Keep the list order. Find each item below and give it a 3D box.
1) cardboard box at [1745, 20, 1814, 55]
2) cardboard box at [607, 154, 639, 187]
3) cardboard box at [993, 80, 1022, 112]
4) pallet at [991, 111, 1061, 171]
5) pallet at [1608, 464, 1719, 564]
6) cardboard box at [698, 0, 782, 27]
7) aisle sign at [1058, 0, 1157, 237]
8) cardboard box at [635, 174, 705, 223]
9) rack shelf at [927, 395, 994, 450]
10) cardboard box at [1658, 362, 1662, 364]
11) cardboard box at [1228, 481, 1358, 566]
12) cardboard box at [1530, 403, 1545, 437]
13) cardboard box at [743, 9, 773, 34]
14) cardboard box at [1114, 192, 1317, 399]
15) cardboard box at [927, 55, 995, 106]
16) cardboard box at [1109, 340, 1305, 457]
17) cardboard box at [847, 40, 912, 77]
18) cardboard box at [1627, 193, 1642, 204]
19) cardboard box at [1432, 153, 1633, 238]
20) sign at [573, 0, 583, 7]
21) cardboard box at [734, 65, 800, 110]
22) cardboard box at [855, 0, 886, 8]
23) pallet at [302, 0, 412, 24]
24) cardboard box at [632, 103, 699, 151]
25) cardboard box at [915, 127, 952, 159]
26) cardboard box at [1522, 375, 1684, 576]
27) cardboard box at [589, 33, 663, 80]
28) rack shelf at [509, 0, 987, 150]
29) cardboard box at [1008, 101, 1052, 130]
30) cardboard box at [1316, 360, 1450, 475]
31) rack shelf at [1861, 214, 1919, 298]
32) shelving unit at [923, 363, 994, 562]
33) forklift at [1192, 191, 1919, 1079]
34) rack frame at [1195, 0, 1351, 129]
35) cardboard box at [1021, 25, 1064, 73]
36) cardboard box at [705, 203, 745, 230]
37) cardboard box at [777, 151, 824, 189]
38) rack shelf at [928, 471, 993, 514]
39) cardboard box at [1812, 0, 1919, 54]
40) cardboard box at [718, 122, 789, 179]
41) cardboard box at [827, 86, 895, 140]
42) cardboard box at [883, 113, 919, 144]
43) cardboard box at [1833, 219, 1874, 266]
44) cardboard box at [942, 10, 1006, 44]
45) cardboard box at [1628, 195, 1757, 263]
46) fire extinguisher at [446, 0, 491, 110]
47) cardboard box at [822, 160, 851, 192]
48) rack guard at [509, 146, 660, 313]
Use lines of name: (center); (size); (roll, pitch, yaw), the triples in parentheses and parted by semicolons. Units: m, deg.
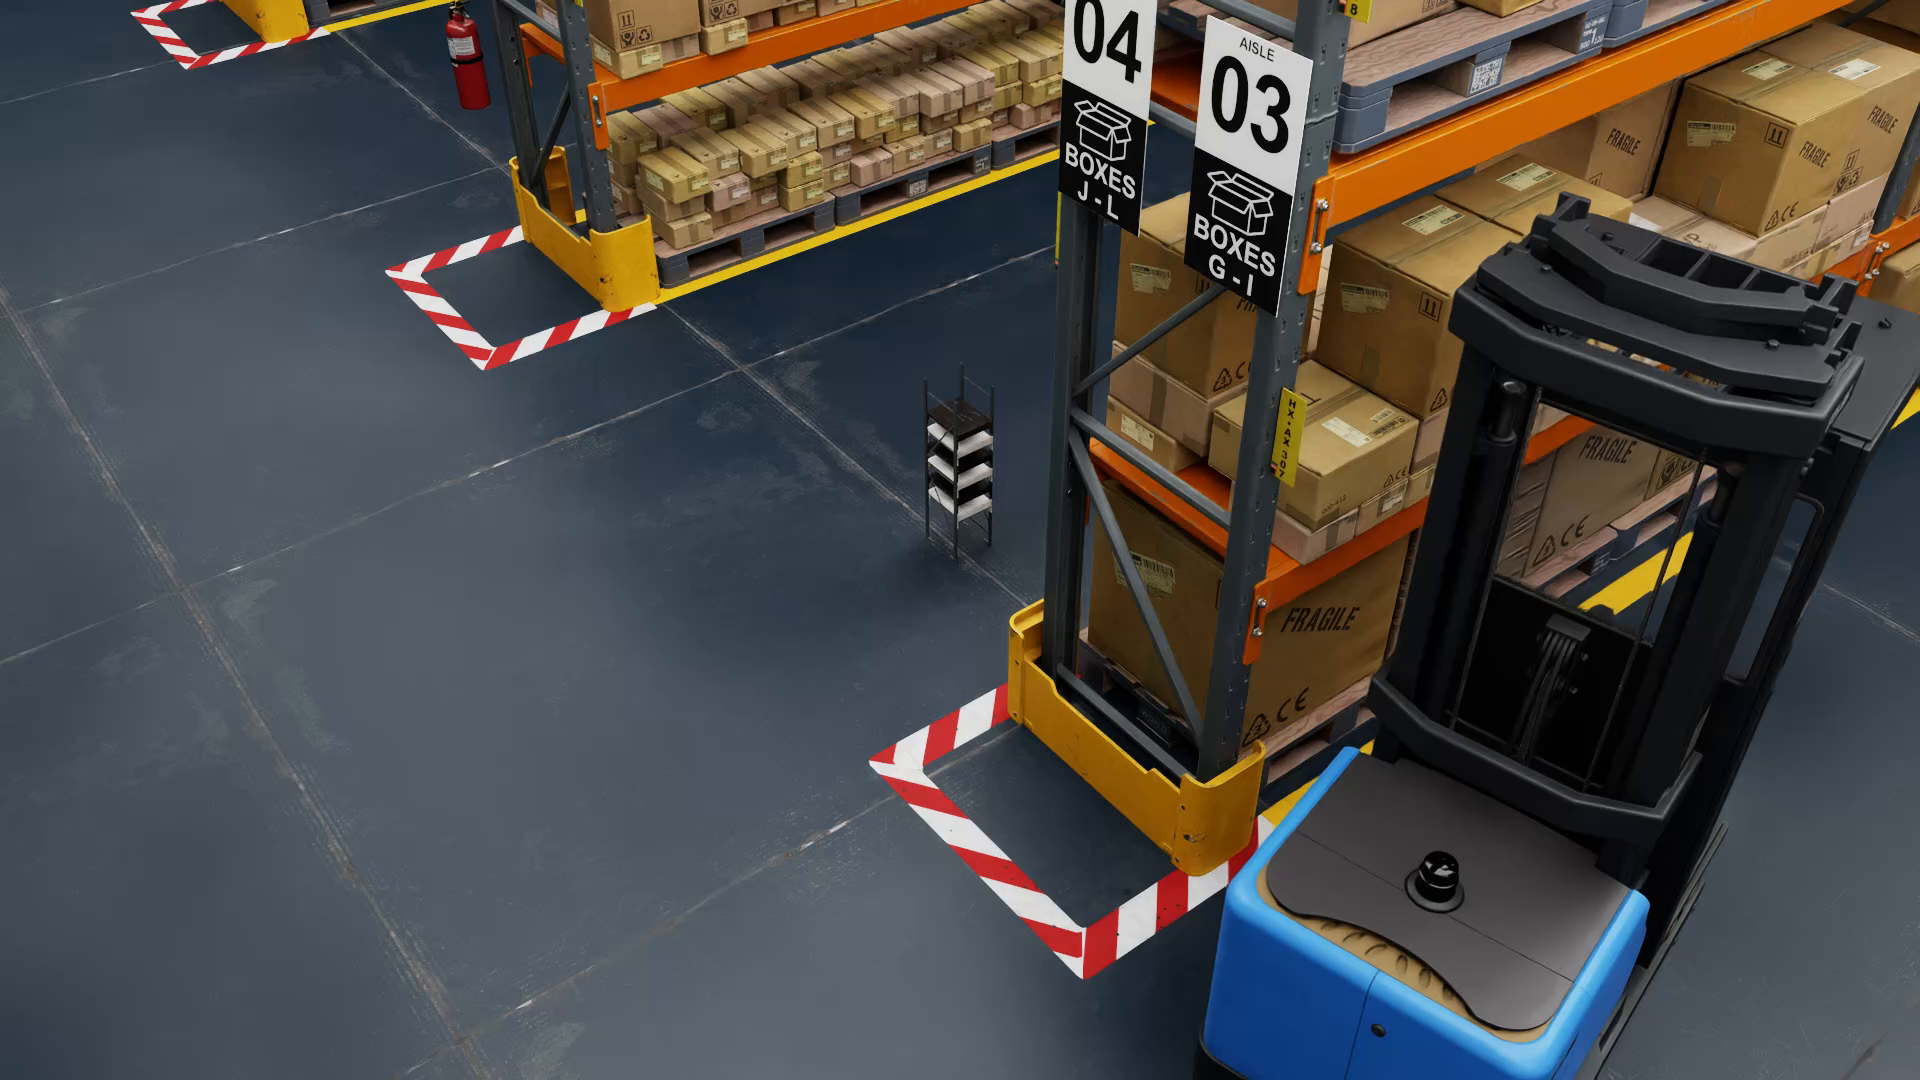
cardboard box: (3.321, -2.068, 7.332); (0.500, 0.500, 0.500); (-26, 46, -28)
cardboard box: (-2.013, -2.288, 9.990); (0.250, 0.149, 0.380); (-27, 47, -29)
cardboard box: (0.191, -2.934, 10.777); (0.250, 0.149, 0.380); (-26, 46, -28)
pallet: (0.403, -2.956, 11.320); (1.213, 0.211, 1.003); (-26, 46, -28)
pallet: (3.206, -0.445, 8.260); (1.213, 0.211, 1.003); (-26, 46, -28)
cardboard box: (-1.324, -3.173, 9.073); (0.500, 0.500, 0.500); (-26, 46, -28)
aisle sign: (0.445, -1.360, 5.127); (0.004, 0.787, 0.394); (-26, 46, -28)
cardboard box: (-1.686, -2.014, 9.656); (0.250, 0.149, 0.380); (-24, 45, -26)
rack shelf: (-0.006, -0.528, 7.444); (0.200, 0.077, 0.258); (-26, 46, -28)
cardboard box: (2.795, -0.902, 6.815); (0.250, 0.149, 0.380); (-27, 46, -29)
cardboard box: (1.167, -0.106, 5.846); (0.250, 0.149, 0.380); (-25, 46, -28)
cardboard box: (1.981, -0.504, 6.331); (0.250, 0.149, 0.380); (-27, 46, -29)
cardboard box: (-1.256, -2.994, 9.366); (0.250, 0.149, 0.380); (-24, 45, -26)
cardboard box: (0.911, -0.900, 5.907); (0.500, 0.500, 0.500); (-25, 46, -28)
cardboard box: (0.007, -2.903, 10.504); (0.250, 0.149, 0.380); (-28, 47, -30)
cardboard box: (0.907, -0.610, 6.146); (0.500, 0.250, 0.500); (-27, 46, -29)
cardboard box: (-0.521, -3.057, 10.693); (0.250, 0.149, 0.380); (-28, 47, -30)
cardboard box: (2.519, -1.392, 7.100); (0.500, 0.250, 0.500); (-25, 45, -27)
cardboard box: (2.033, -1.025, 6.061); (0.500, 0.500, 0.500); (-27, 47, -29)
sign: (-1.927, -2.827, 8.283); (0.005, 0.325, 0.100); (-26, 46, -28)
cardboard box: (-1.207, -2.820, 10.404); (0.250, 0.149, 0.380); (-24, 45, -27)
cardboard box: (-0.595, -3.257, 9.687); (0.250, 0.149, 0.380); (-24, 45, -27)
pallet: (-4.768, -4.486, 13.186); (1.213, 0.211, 1.003); (-26, 46, -28)
cardboard box: (-1.758, -2.456, 9.960); (0.250, 0.149, 0.380); (-25, 46, -27)
cardboard box: (-0.258, -2.582, 10.582); (0.250, 0.149, 0.380); (-25, 46, -27)
cardboard box: (2.571, -0.556, 7.541); (0.875, 0.875, 0.875); (-26, 46, -28)
cardboard box: (-1.801, -2.629, 8.921); (0.250, 0.149, 0.380); (-26, 46, -28)
rack shelf: (-0.672, -3.260, 10.060); (4.000, 0.370, 1.077); (-26, 46, -28)
cardboard box: (0.384, -2.856, 10.916); (0.250, 0.149, 0.380); (-28, 47, -29)
cardboard box: (1.638, -0.543, 6.064); (0.500, 0.250, 0.500); (-27, 46, -29)
rack shelf: (5.442, -2.273, 8.856); (4.000, 0.370, 1.077); (-26, 46, -28)
shelving unit: (-0.006, -0.345, 7.594); (0.210, 0.900, 0.258); (-26, 46, -28)
forklift: (2.089, 0.197, 5.332); (1.130, 2.935, 3.031); (27, 46, 29)
rack frame: (0.685, -2.552, 3.899); (0.127, 3.000, 1.000); (-26, 46, -28)
cardboard box: (0.612, -3.214, 10.885); (0.250, 0.149, 0.380); (-25, 46, -28)
cardboard box: (-1.489, -2.010, 9.885); (0.250, 0.149, 0.380); (-26, 46, -28)
cardboard box: (-1.024, -2.275, 9.974); (0.250, 0.149, 0.380); (-25, 45, -27)
rack shelf: (-0.006, -0.249, 7.672); (0.200, 0.077, 0.258); (-26, 46, -28)
cardboard box: (4.358, -2.456, 7.642); (0.637, 0.503, 0.797); (-27, 47, -29)
cardboard box: (-1.212, -2.287, 9.754); (0.250, 0.149, 0.380); (-26, 46, -28)
cardboard box: (-0.604, -2.606, 10.143); (0.250, 0.149, 0.380); (-25, 46, -27)
cardboard box: (-0.462, -2.651, 10.432); (0.250, 0.149, 0.380); (-24, 45, -26)
cardboard box: (3.814, -1.398, 7.421); (0.250, 0.149, 0.380); (-26, 46, -28)
cardboard box: (0.090, -3.373, 11.078); (0.250, 0.149, 0.380); (-27, 46, -29)
cardboard box: (2.853, -1.134, 6.784); (0.500, 0.250, 0.500); (-25, 46, -27)
fire extinguisher: (-2.738, -2.726, 9.197); (0.183, 0.674, 0.296); (-26, 46, -28)
cardboard box: (-0.883, -2.299, 10.238); (0.250, 0.149, 0.380); (-26, 46, -28)
rack guard: (-2.197, -1.828, 9.718); (0.348, 0.500, 1.175); (-26, 46, -28)
